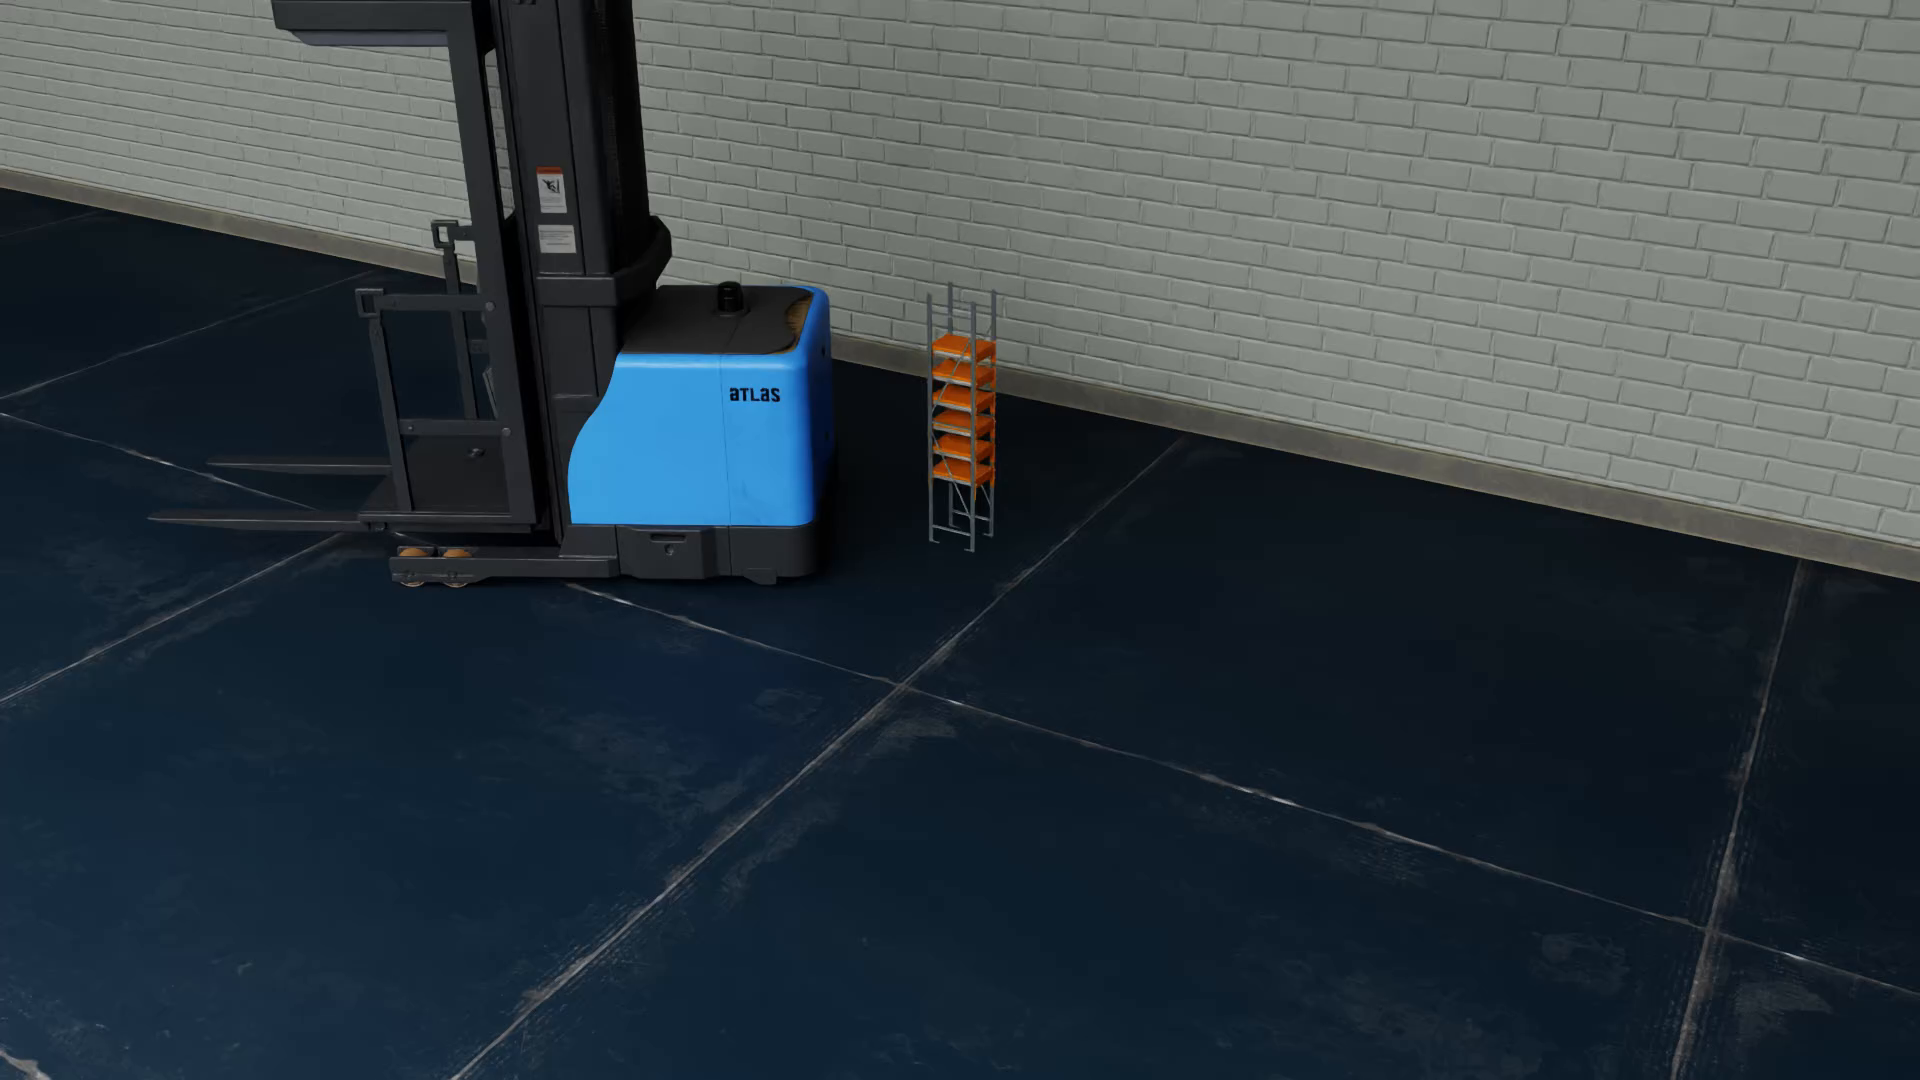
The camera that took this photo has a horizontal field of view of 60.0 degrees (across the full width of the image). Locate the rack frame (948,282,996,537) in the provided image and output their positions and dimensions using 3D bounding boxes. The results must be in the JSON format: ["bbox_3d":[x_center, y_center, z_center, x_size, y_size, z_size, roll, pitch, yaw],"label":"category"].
[{"bbox_3d":[0.052,-0.578,7.564,0.240,1.200,0.006,14,30,26],"label":"rack frame"}]

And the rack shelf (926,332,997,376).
[{"bbox_3d":[0.007,-0.824,7.351,0.258,0.103,0.180,14,30,26],"label":"rack shelf"}]

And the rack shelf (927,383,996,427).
[{"bbox_3d":[0.007,-0.610,7.459,0.258,0.103,0.180,14,30,26],"label":"rack shelf"}]

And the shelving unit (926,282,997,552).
[{"bbox_3d":[0.007,-0.542,7.493,0.258,1.200,0.189,14,30,26],"label":"shelving unit"}]

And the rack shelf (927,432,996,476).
[{"bbox_3d":[0.007,-0.395,7.566,0.258,0.103,0.180,14,30,26],"label":"rack shelf"}]

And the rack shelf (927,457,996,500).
[{"bbox_3d":[0.007,-0.288,7.620,0.258,0.103,0.180,14,30,26],"label":"rack shelf"}]

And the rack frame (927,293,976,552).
[{"bbox_3d":[-0.038,-0.507,7.421,0.240,1.200,0.006,14,30,26],"label":"rack frame"}]

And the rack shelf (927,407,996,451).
[{"bbox_3d":[0.007,-0.502,7.513,0.258,0.103,0.180,14,30,26],"label":"rack shelf"}]

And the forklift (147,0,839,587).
[{"bbox_3d":[-2.118,-1.338,7.148,3.031,2.935,1.130,1,27,1],"label":"forklift"}]

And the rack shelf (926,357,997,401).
[{"bbox_3d":[0.007,-0.717,7.405,0.258,0.103,0.180,14,30,26],"label":"rack shelf"}]
